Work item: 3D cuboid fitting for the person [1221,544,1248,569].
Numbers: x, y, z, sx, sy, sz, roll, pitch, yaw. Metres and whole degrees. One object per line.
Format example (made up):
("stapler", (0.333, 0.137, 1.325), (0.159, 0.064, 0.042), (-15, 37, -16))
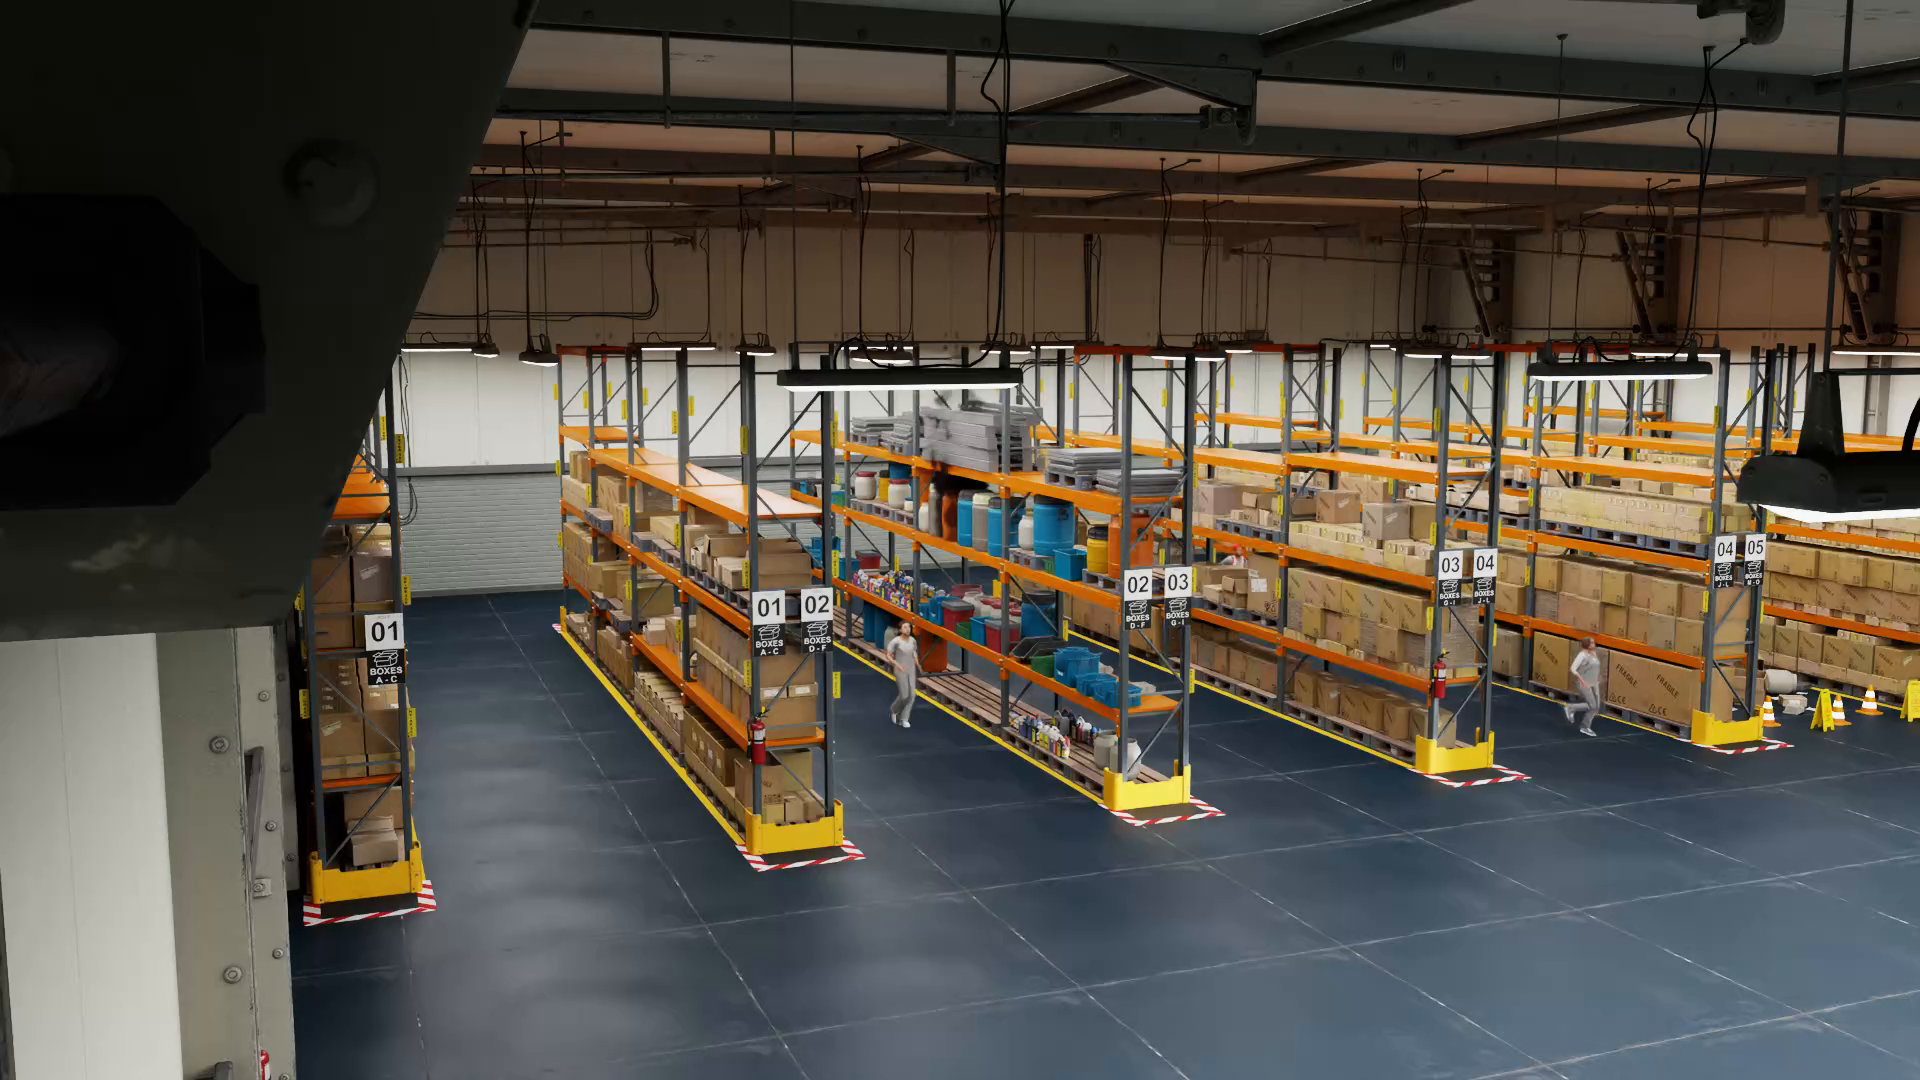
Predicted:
("person", (5.927, 0.937, 35.619), (0.662, 1.736, 0.674), (-3, 8, -21))

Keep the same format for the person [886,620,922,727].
("person", (-0.851, 2.020, 25.309), (0.549, 1.635, 0.506), (-5, 9, -33))

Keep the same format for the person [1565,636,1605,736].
("person", (9.808, 2.275, 26.047), (0.544, 1.556, 0.501), (-5, 9, -35))
